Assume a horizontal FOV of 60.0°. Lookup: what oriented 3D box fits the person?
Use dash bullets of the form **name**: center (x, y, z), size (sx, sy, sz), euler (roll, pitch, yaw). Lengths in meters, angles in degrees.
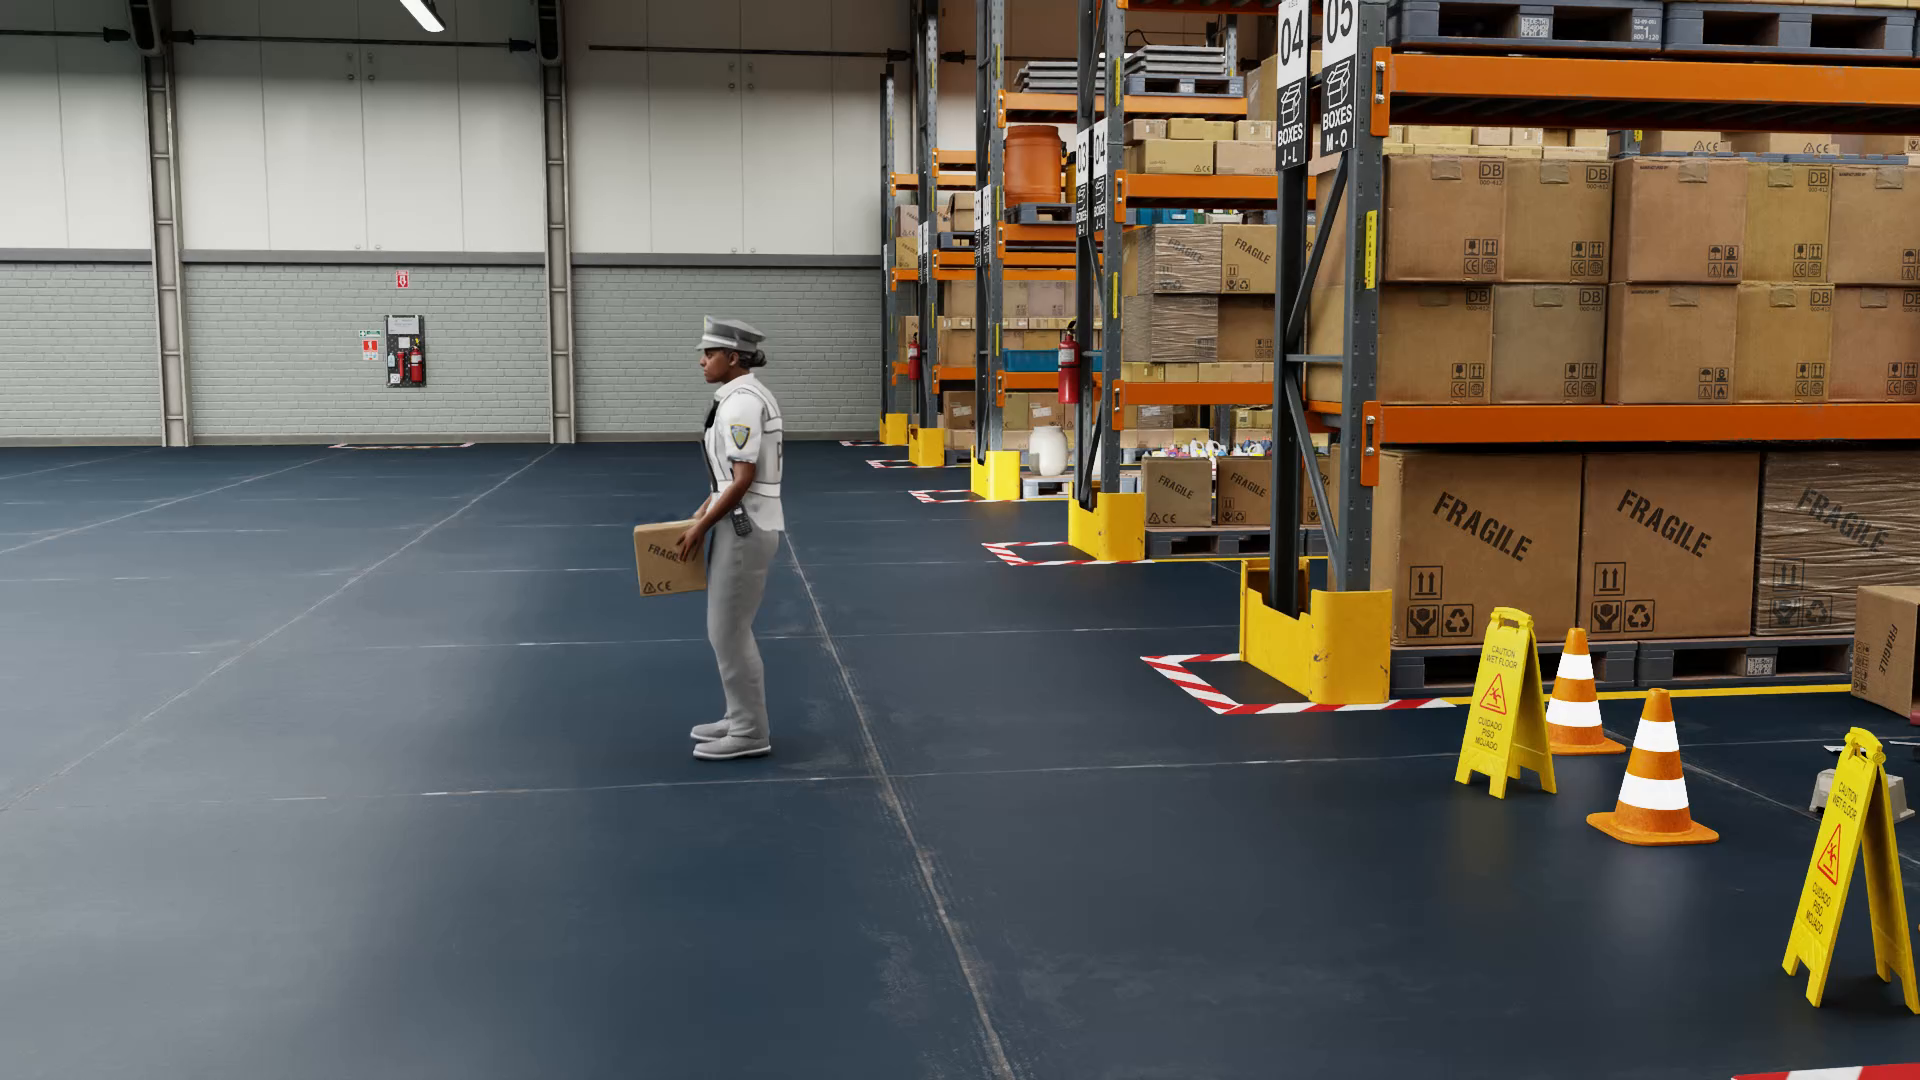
- **person**: center (-0.875, -0.008, 6.394), size (0.391, 1.664, 0.530), euler (-1, 7, -11)
